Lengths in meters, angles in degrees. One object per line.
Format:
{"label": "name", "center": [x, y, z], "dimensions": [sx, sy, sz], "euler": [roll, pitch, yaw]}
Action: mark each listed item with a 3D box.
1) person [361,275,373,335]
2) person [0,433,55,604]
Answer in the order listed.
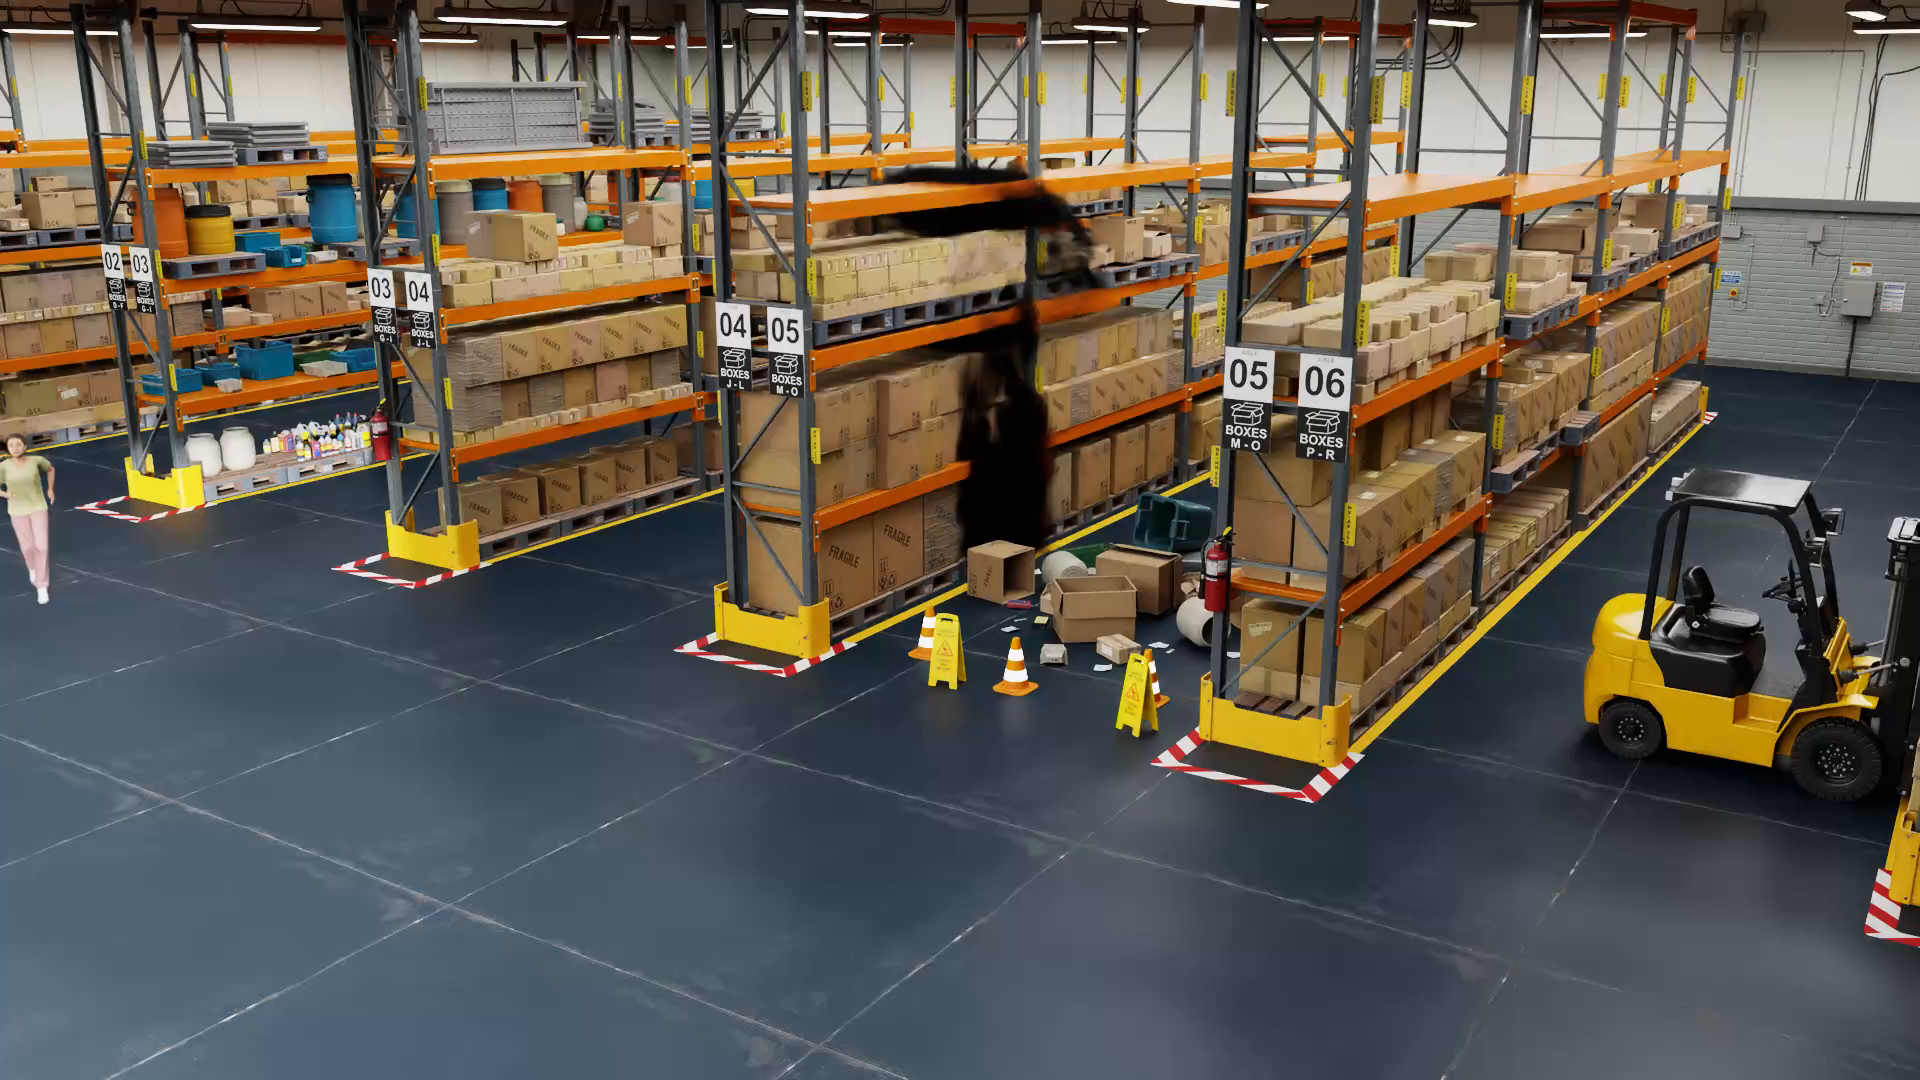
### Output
{"label": "person", "center": [-10.839, -4.122, 30.796], "dimensions": [0.705, 1.727, 0.661], "euler": [8, 17, 26]}
{"label": "person", "center": [-9.555, -0.263, 17.039], "dimensions": [0.584, 1.698, 0.914], "euler": [-7, 17, -24]}
